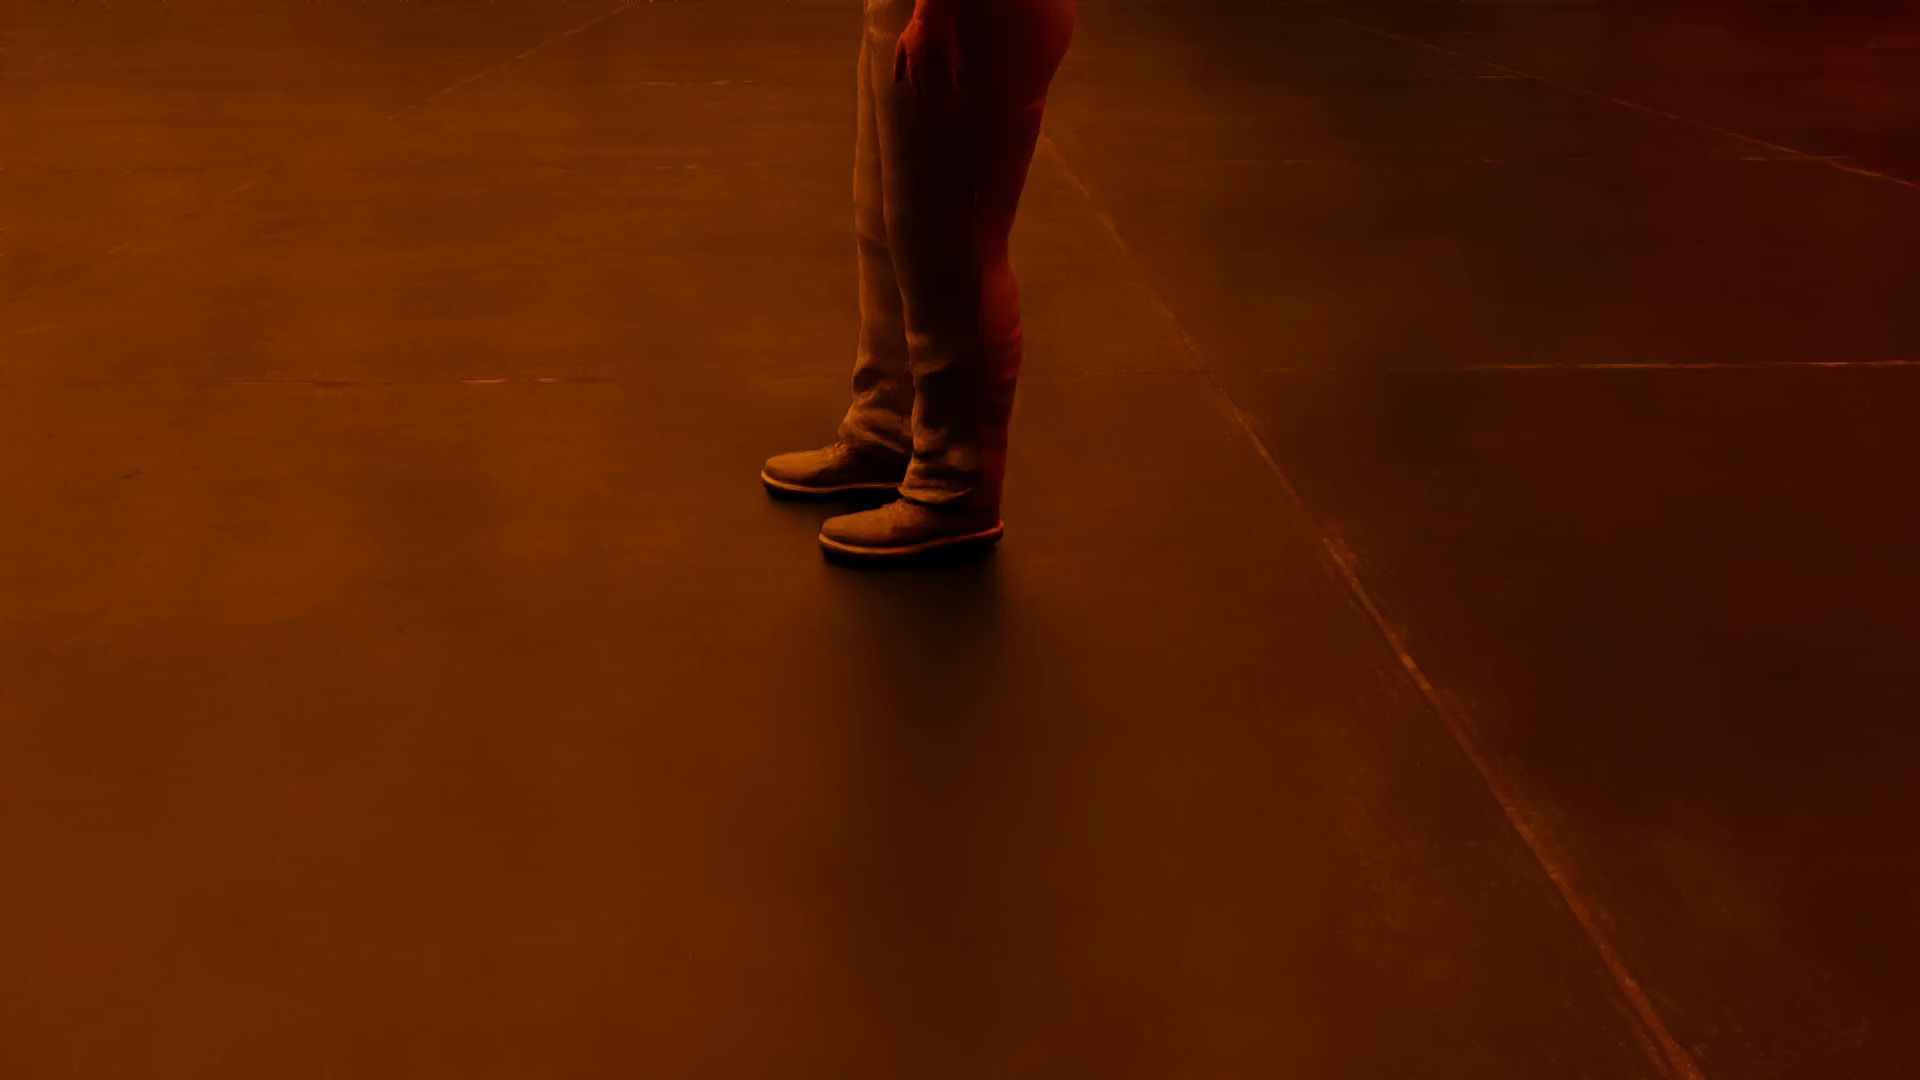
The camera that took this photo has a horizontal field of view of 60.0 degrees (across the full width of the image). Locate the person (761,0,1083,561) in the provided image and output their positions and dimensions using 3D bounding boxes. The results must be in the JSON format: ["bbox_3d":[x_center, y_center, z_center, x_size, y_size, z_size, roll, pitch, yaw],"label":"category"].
[{"bbox_3d":[-0.078,-0.789,2.447,0.529,1.669,0.598,-1,21,-3],"label":"person"}]
